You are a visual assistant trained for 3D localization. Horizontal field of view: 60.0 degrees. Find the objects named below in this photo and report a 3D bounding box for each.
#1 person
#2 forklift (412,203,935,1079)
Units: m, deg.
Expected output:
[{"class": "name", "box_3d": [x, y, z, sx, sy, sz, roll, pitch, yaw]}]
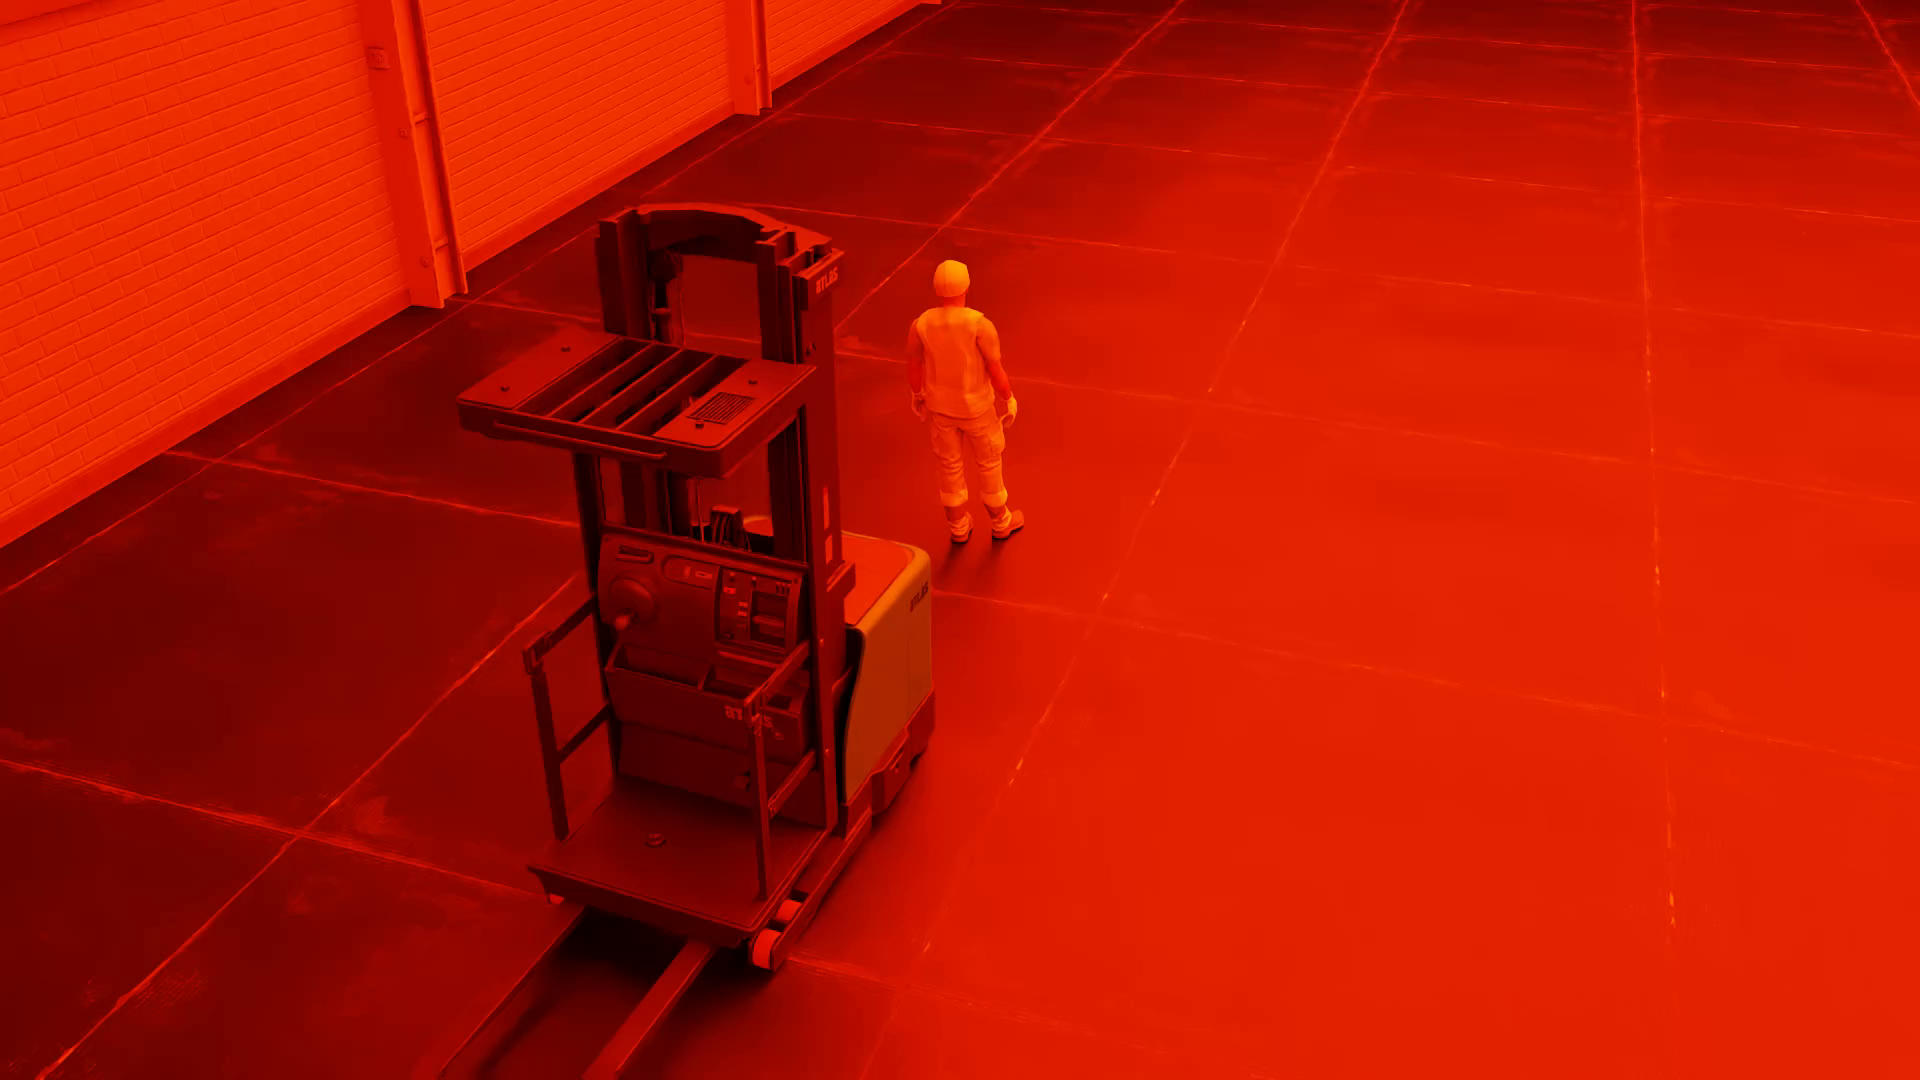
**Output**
[{"class": "person", "box_3d": [0.038, -0.820, 9.712, 0.637, 1.790, 0.562, 10, 31, 16]}, {"class": "forklift", "box_3d": [-1.150, 0.282, 6.641, 1.130, 2.935, 3.031, 11, 32, 19]}]
